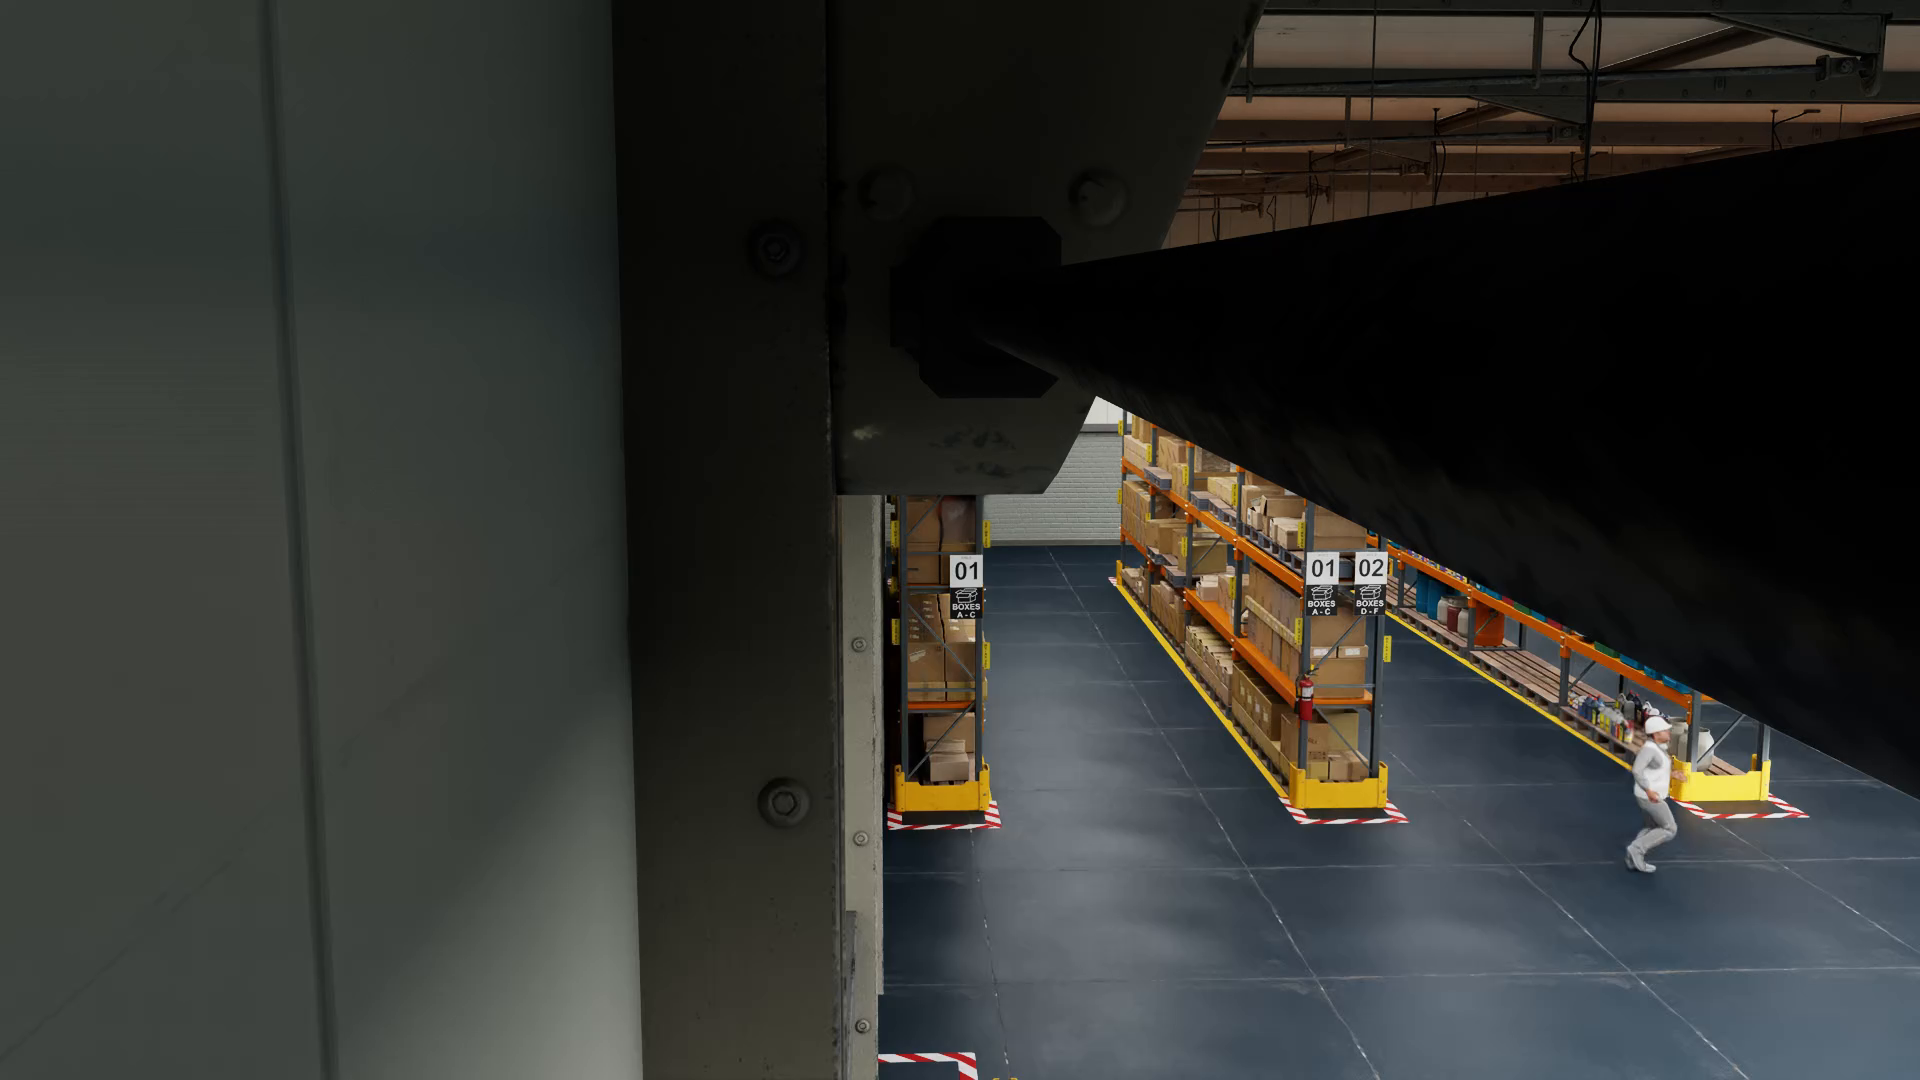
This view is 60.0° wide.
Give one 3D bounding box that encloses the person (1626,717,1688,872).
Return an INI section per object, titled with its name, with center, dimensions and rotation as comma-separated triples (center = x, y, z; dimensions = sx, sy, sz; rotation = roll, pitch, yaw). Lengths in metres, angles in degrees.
[person]
center = 7.668, 2.793, 18.256
dimensions = 0.584, 1.740, 0.644
rotation = 3, 9, 22
